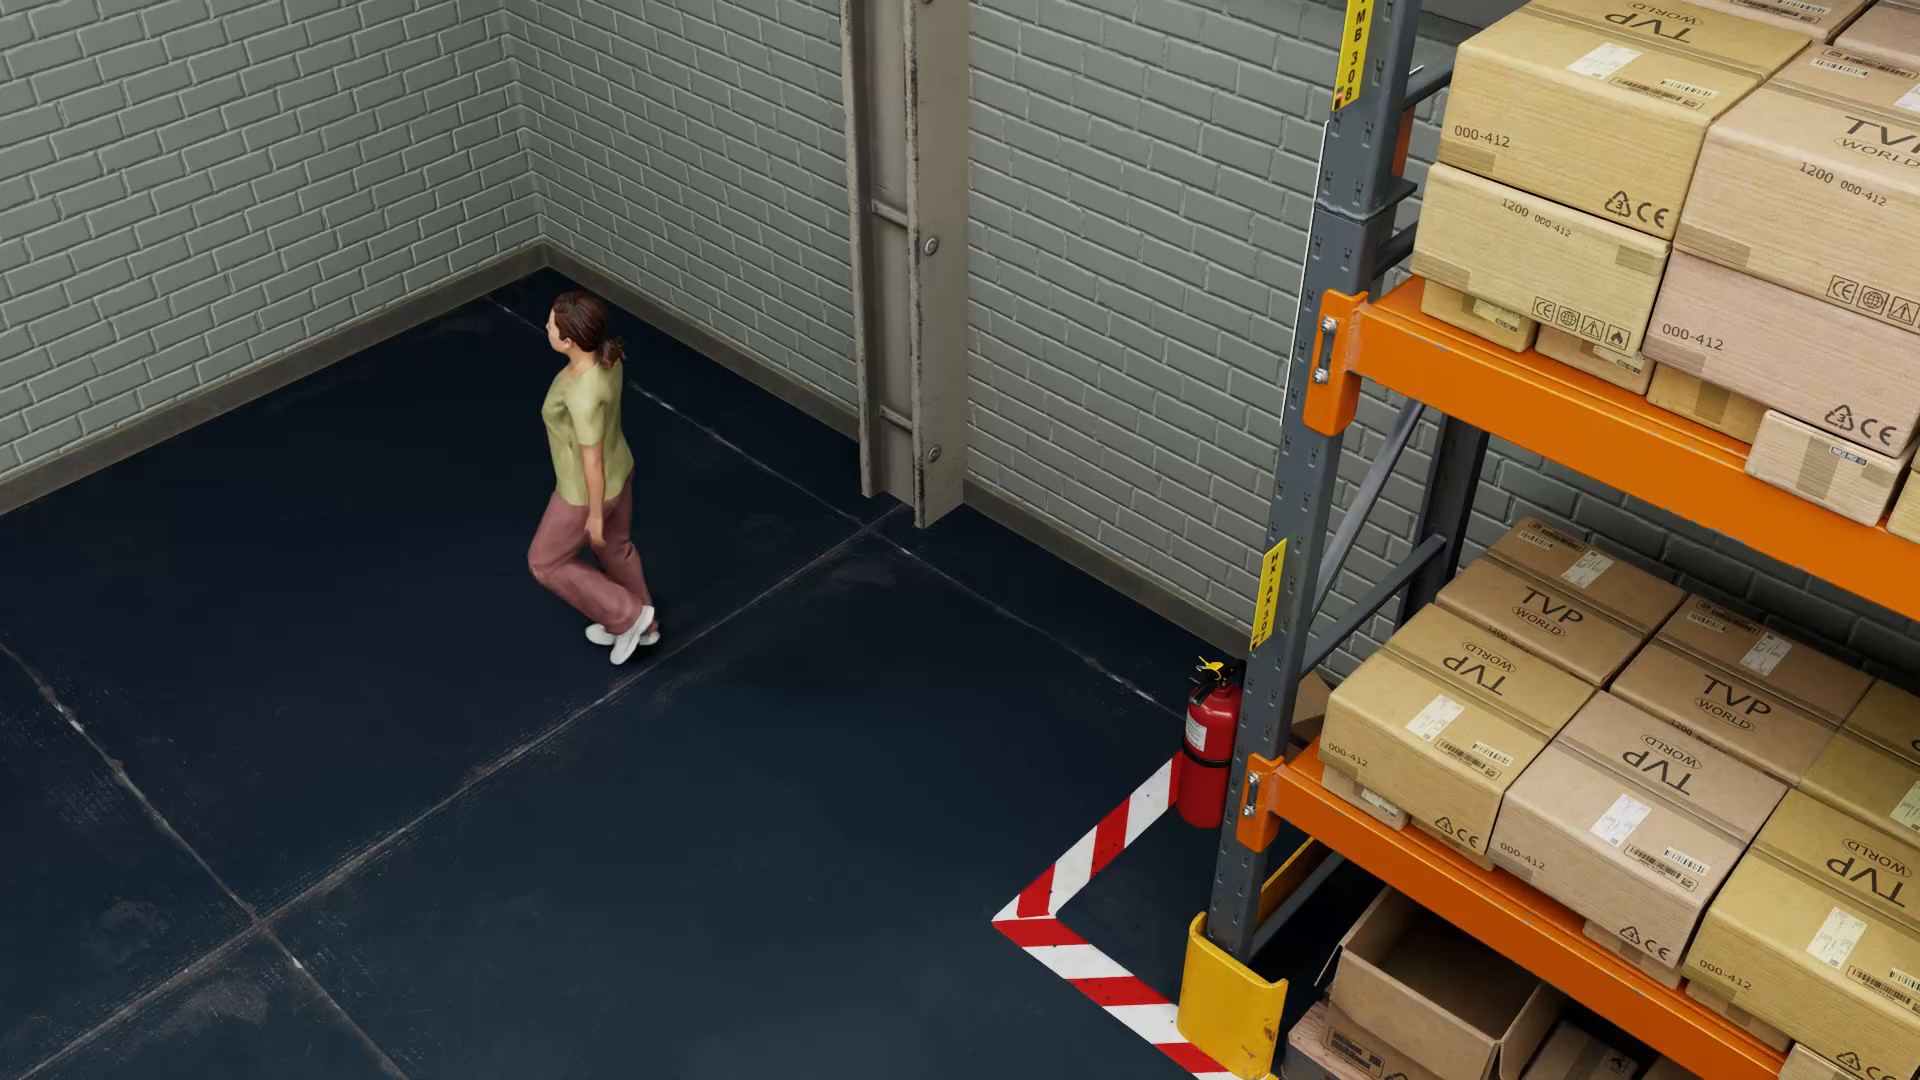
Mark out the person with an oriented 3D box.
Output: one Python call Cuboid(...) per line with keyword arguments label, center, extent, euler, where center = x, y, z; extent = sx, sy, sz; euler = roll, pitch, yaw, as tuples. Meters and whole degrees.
Cuboid(label="person", center=(-1.434, -0.218, 6.378), extent=(0.465, 1.665, 0.479), euler=(4, 40, 5))
